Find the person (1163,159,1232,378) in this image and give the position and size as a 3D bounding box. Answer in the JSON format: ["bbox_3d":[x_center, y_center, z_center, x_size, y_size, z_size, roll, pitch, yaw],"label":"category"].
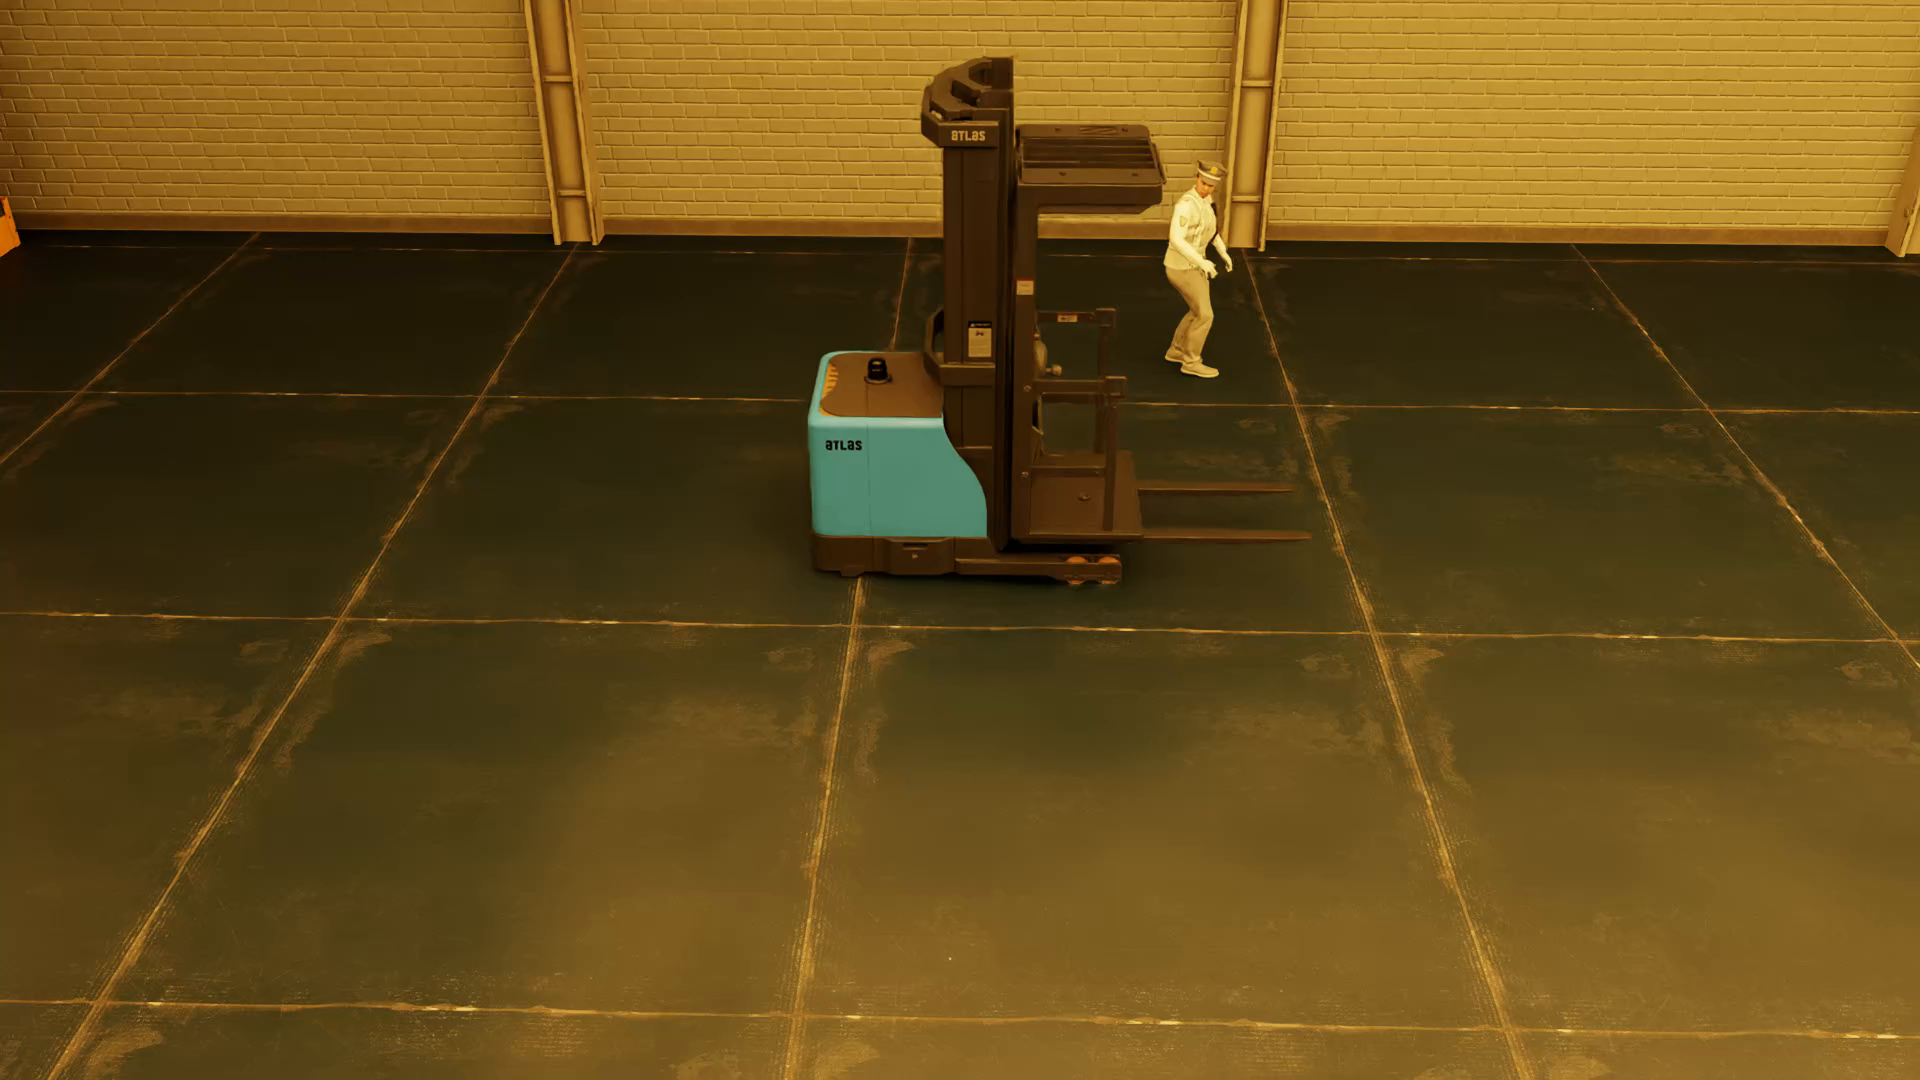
[{"bbox_3d":[1.769,-2.026,12.356,0.481,1.632,0.712,11,32,17],"label":"person"}]

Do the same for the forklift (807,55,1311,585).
[{"bbox_3d":[0.621,-1.266,9.761,3.031,2.935,1.130,1,31,1],"label":"forklift"}]
